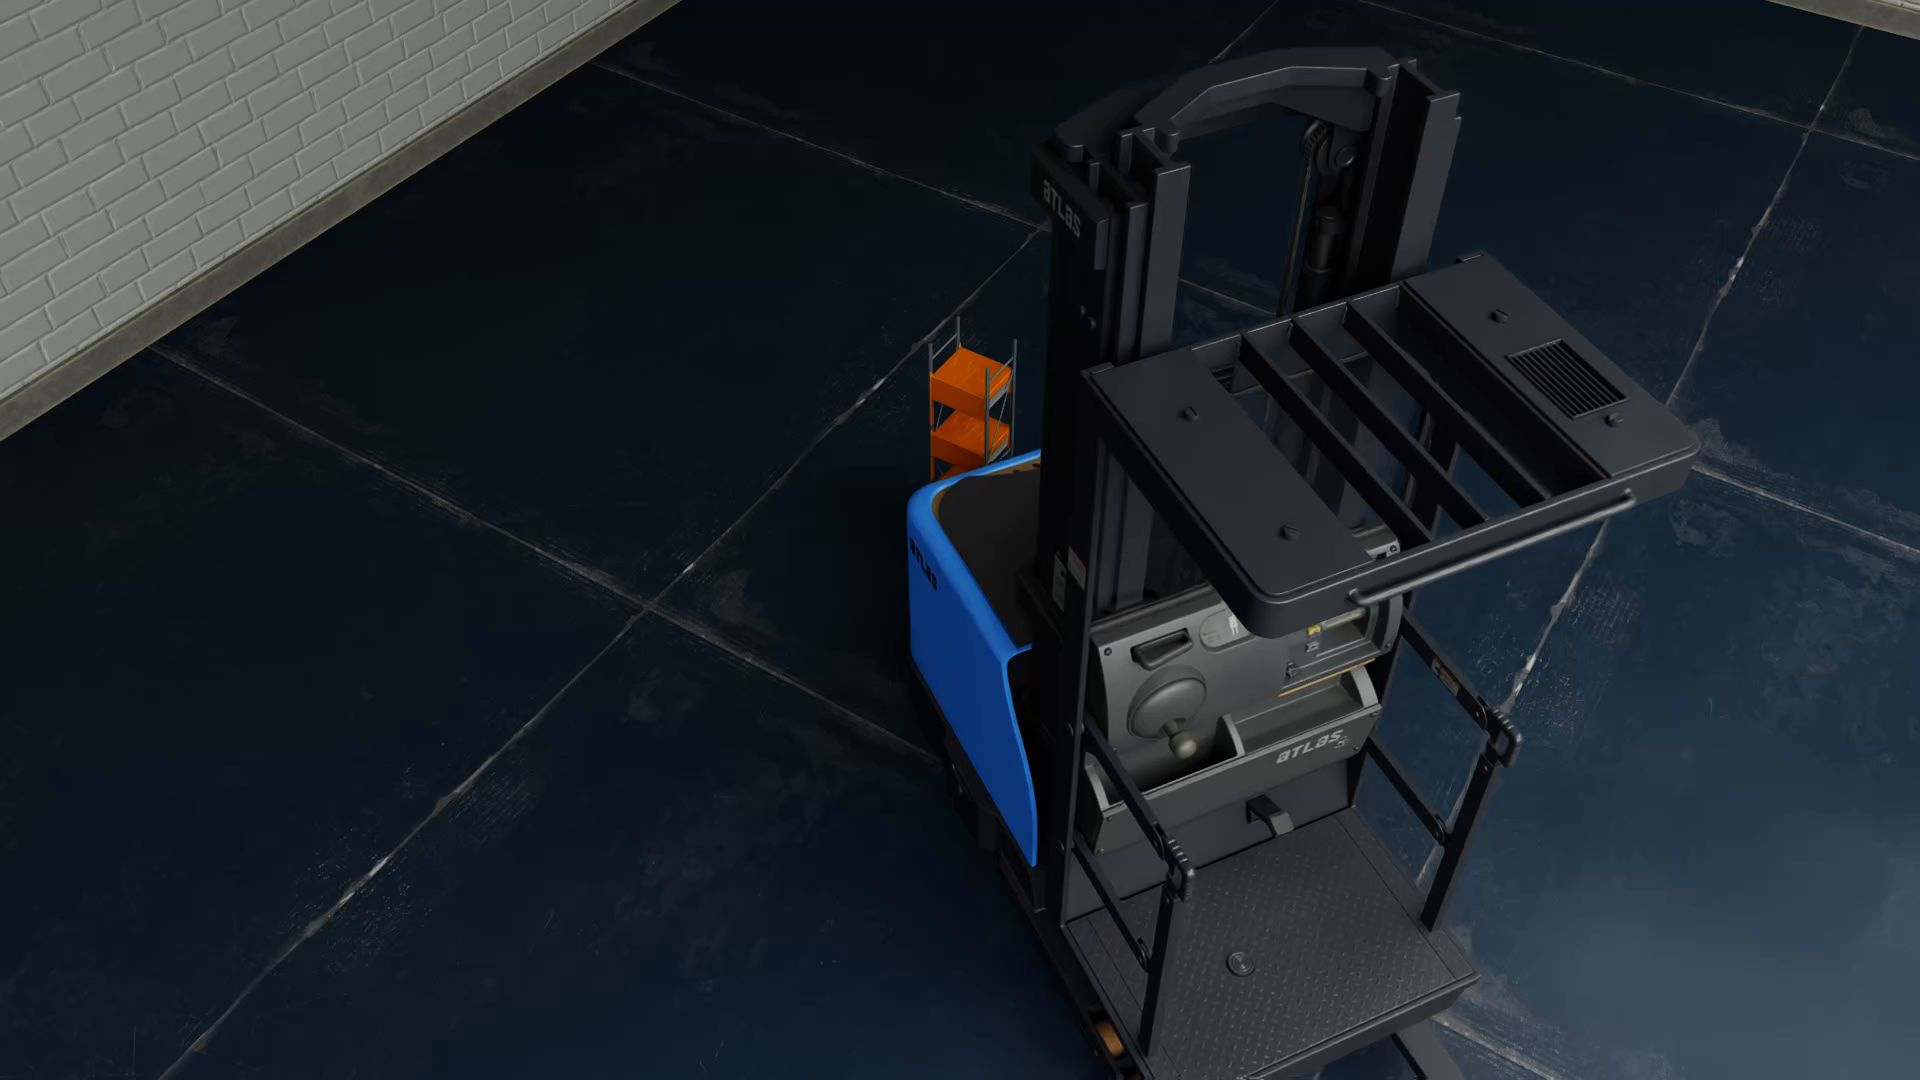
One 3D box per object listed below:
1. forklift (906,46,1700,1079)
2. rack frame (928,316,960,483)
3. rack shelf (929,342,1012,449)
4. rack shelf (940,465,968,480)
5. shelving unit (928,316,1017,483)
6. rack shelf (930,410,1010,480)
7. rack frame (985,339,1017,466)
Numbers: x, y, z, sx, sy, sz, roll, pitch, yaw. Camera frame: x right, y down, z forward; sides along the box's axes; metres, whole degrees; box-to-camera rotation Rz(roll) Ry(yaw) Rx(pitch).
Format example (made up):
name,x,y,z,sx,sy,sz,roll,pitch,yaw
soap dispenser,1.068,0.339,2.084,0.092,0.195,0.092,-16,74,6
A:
name,x,y,z,sx,sy,sz,roll,pitch,yaw
forklift,0.881,0.383,4.334,1.130,2.935,3.031,-18,49,-17
rack frame,-0.058,-0.392,6.399,0.008,1.050,0.200,25,51,22
rack shelf,0.045,-0.536,6.157,0.240,0.259,0.215,25,51,22
rack shelf,0.045,-0.144,6.560,0.240,0.259,0.215,25,51,22
shelving unit,0.045,-0.345,6.353,0.252,1.050,0.215,25,51,22
rack shelf,0.045,-0.338,6.361,0.240,0.259,0.215,25,51,22
rack frame,0.148,-0.298,6.307,0.008,1.050,0.200,25,51,22
